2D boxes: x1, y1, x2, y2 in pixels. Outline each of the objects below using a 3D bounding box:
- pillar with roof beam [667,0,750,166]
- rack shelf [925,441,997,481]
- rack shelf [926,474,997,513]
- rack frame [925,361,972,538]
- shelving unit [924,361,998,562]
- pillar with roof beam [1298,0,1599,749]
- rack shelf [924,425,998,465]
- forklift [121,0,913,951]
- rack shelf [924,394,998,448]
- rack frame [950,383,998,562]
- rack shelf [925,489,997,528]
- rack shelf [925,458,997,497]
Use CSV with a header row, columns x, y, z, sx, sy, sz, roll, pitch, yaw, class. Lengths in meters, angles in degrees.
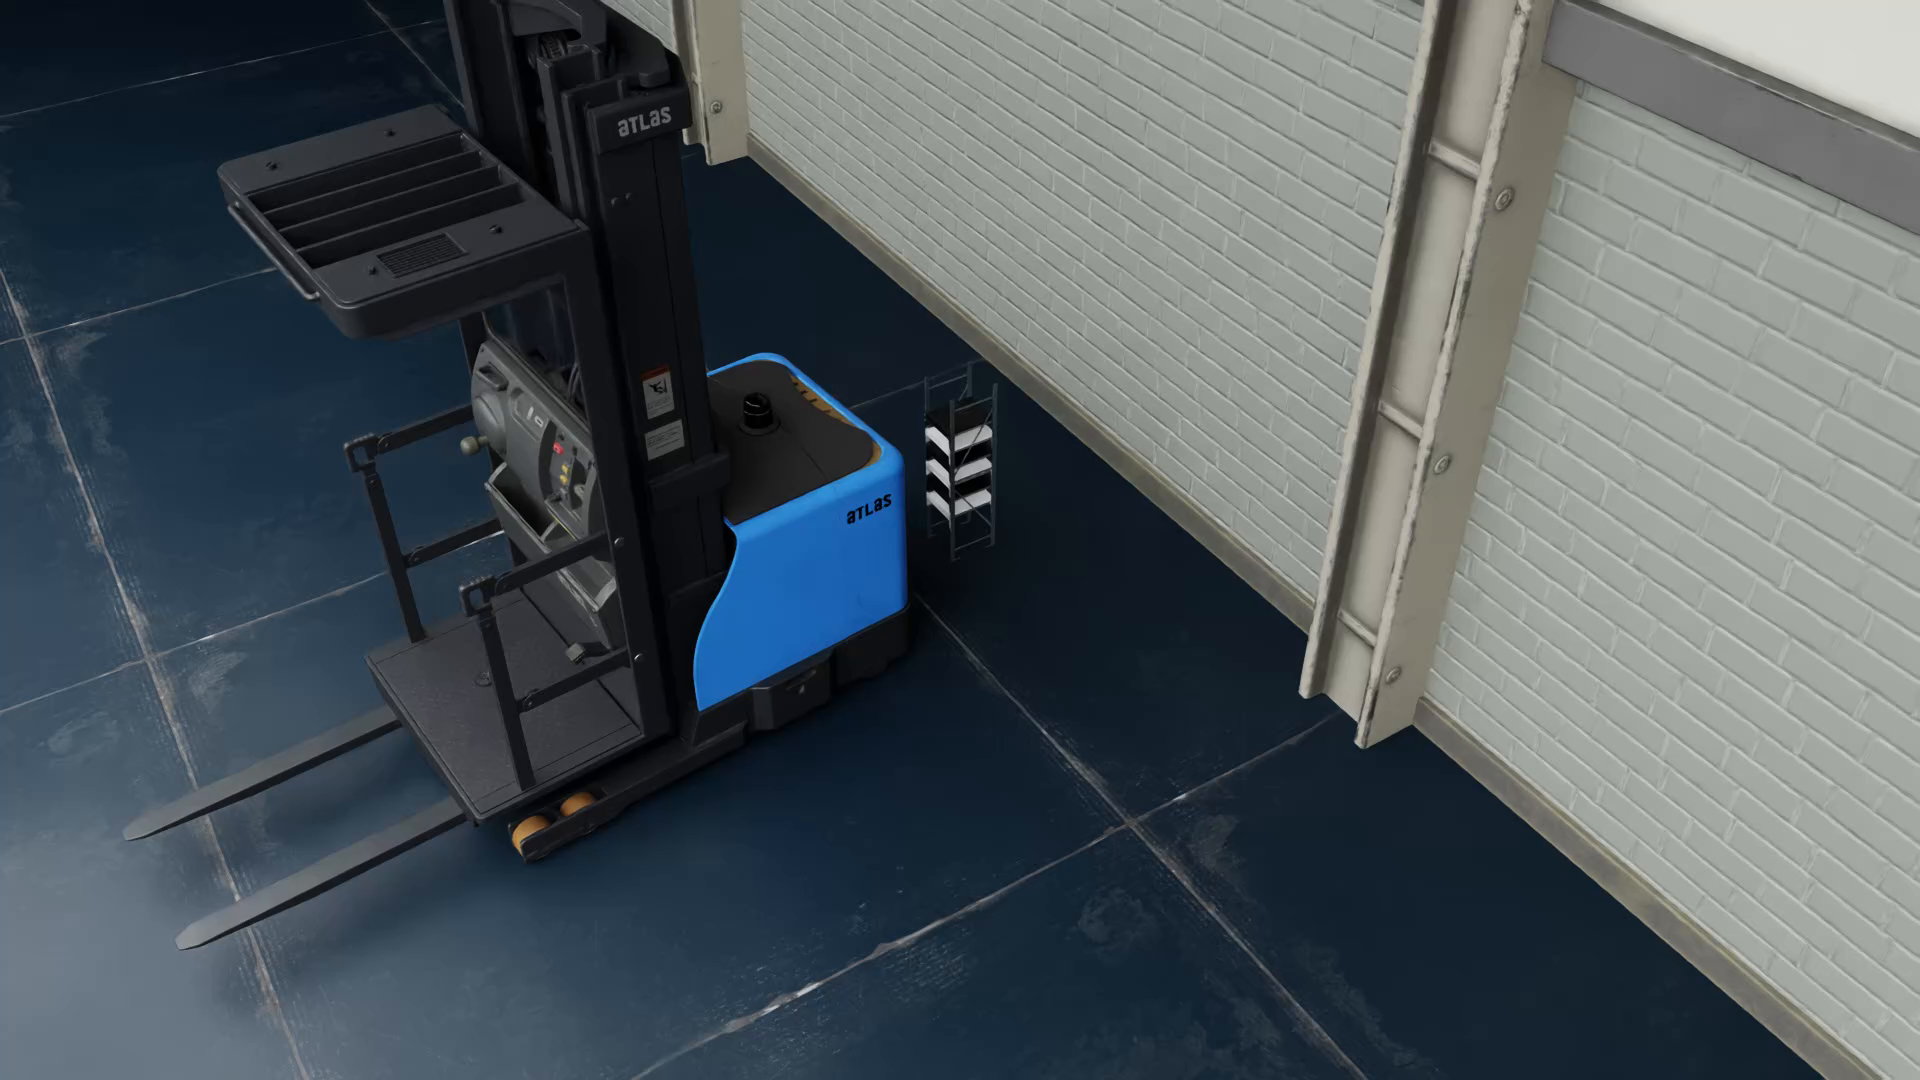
x,y,z,sx,sy,sz,roll,pitch,yaw,class
-5.203,-4.523,6.149,9.100,9.000,0.400,-22,45,-24,pillar with roof beam
0.004,-0.385,7.420,0.258,0.077,0.200,-22,45,-24,rack shelf
0.004,-0.247,7.536,0.258,0.077,0.200,-22,45,-24,rack shelf
-0.050,-0.396,7.523,0.240,0.900,0.006,-22,45,-24,rack frame
0.004,-0.341,7.457,0.258,0.900,0.210,-22,45,-24,shelving unit
-1.977,-1.285,2.263,9.100,9.000,0.400,-22,45,-24,pillar with roof beam
0.004,-0.454,7.363,0.258,0.077,0.200,-22,45,-24,rack shelf
-1.682,-0.303,5.824,3.031,2.935,1.130,-26,46,-28,forklift
0.004,-0.523,7.305,0.258,0.077,0.200,-22,45,-24,rack shelf
0.059,-0.286,7.391,0.240,0.900,0.006,-22,45,-24,rack frame
0.004,-0.177,7.593,0.258,0.077,0.200,-22,45,-24,rack shelf
0.004,-0.316,7.478,0.258,0.077,0.200,-22,45,-24,rack shelf
